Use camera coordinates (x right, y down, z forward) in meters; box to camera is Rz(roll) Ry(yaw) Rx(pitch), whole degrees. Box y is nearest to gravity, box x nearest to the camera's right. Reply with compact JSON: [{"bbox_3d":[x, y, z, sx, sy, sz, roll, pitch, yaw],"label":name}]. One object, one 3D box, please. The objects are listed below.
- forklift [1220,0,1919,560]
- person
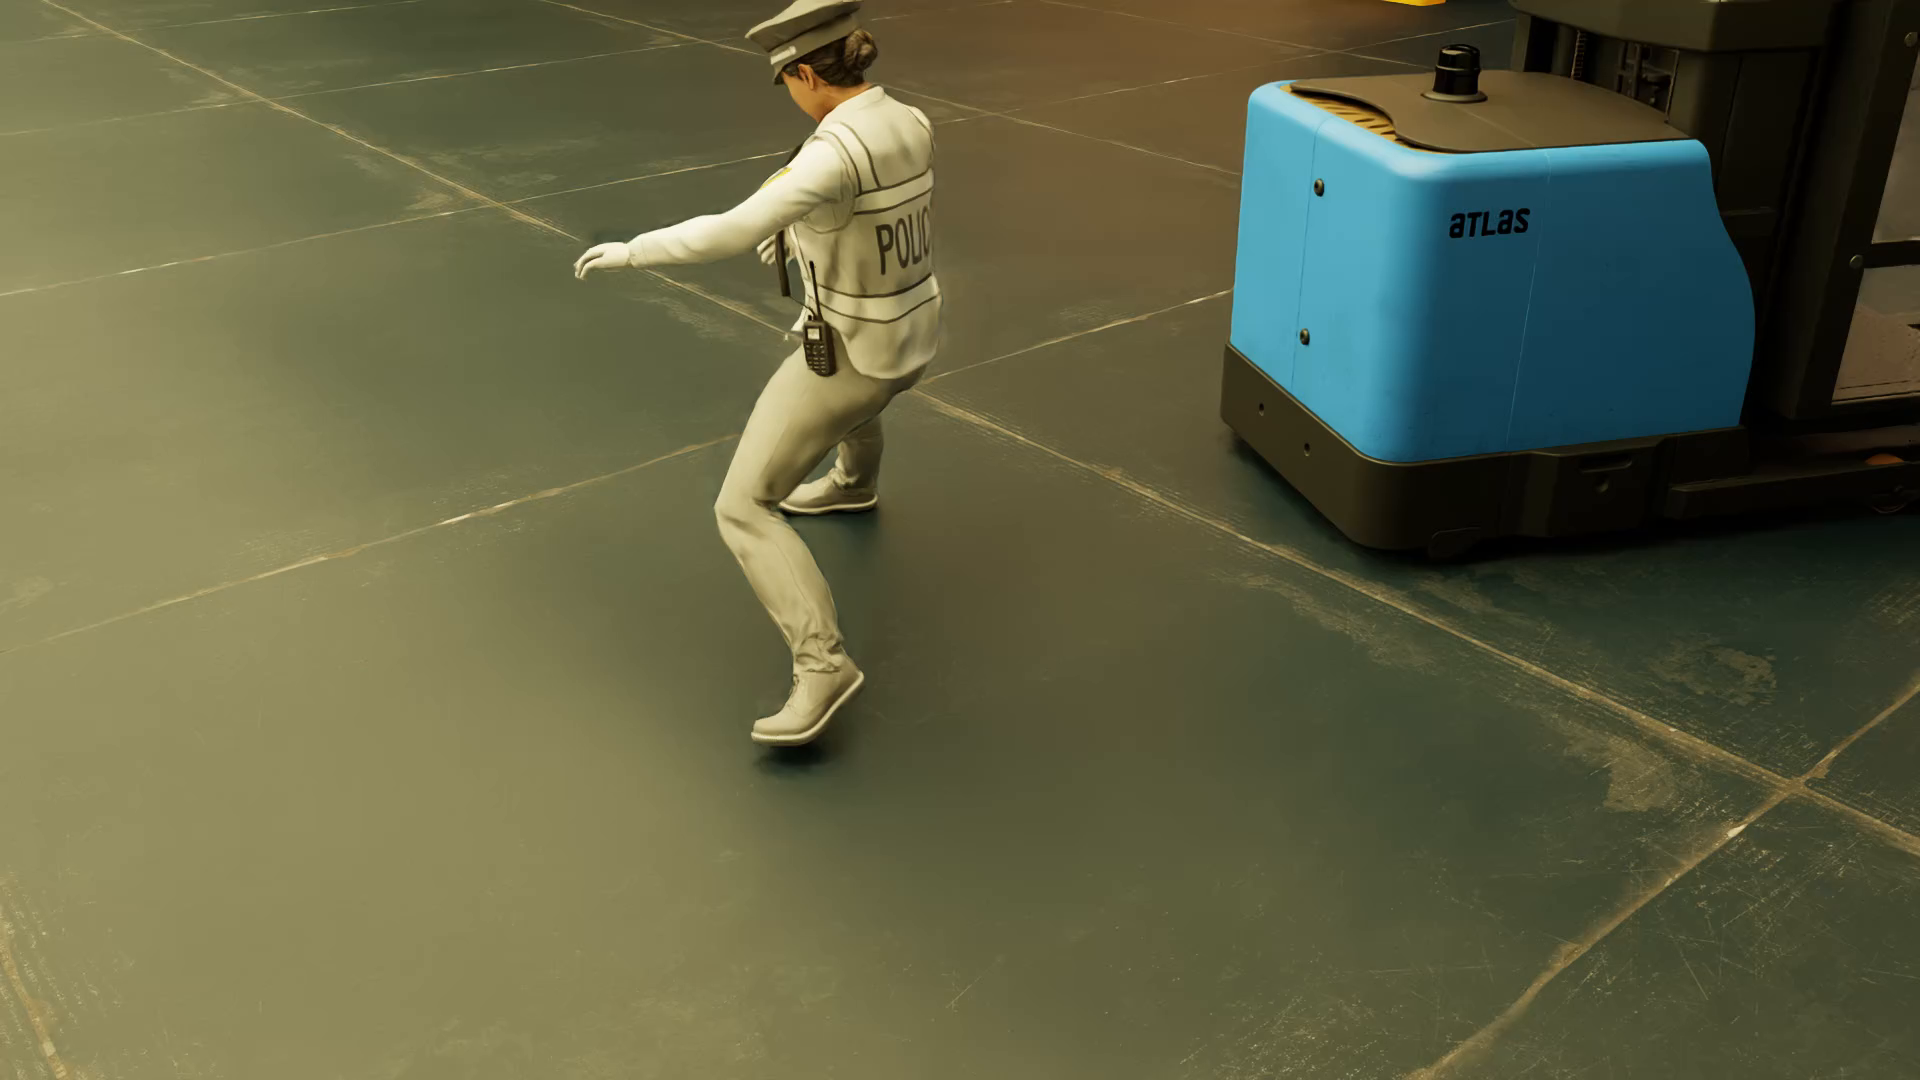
[{"bbox_3d":[2.373,-1.606,4.441,3.031,2.935,1.130,-7,27,-13],"label":"forklift"},{"bbox_3d":[-0.378,-0.487,3.819,0.787,1.473,1.248,12,29,24],"label":"person"}]
